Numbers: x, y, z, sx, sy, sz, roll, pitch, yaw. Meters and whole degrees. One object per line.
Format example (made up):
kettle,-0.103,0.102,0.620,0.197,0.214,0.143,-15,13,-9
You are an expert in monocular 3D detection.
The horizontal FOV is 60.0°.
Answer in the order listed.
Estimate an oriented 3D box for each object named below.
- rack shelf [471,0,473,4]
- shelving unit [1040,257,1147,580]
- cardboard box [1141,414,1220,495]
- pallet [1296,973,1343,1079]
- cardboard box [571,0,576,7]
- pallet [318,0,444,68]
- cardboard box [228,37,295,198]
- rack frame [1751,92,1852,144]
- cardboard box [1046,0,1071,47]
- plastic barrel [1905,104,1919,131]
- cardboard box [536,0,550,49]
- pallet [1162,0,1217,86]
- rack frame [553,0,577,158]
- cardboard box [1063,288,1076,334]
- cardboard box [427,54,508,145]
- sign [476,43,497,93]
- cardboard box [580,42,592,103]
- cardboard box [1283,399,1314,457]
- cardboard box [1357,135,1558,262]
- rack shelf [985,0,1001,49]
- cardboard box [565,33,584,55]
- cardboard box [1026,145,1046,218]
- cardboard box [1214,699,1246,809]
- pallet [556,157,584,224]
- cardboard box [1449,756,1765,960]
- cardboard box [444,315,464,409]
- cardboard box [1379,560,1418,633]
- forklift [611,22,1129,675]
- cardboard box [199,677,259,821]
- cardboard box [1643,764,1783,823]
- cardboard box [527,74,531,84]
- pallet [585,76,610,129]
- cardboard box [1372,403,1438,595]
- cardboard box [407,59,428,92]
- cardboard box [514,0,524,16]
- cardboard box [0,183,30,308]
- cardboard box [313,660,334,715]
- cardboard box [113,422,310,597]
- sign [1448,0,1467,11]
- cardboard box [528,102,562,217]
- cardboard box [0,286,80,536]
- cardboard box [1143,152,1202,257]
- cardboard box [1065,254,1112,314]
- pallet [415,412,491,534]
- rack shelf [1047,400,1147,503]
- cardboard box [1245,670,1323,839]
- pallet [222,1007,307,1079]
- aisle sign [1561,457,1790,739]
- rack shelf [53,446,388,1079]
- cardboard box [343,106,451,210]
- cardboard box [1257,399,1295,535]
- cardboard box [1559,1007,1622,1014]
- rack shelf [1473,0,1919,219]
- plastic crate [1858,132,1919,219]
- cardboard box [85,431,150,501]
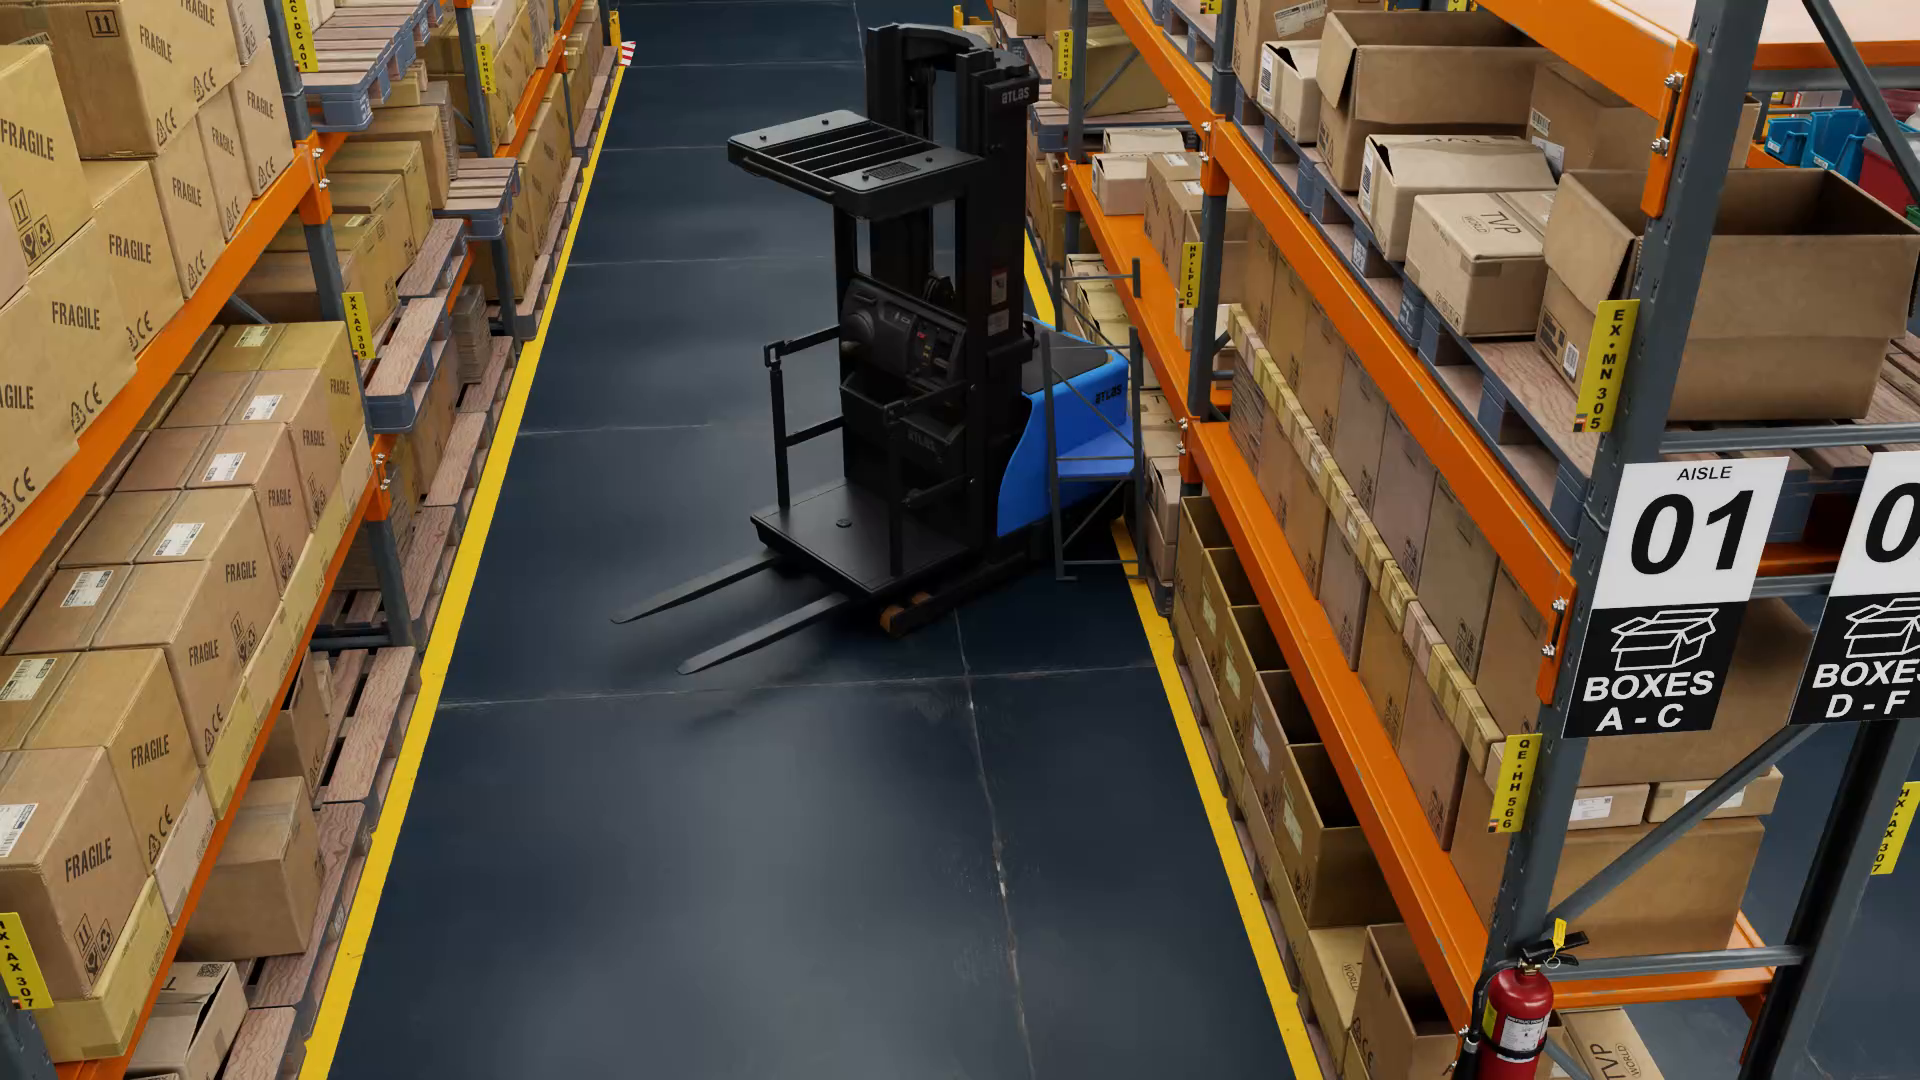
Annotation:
rack shelf,-3.859,-4.621,12.338,1.077,0.370,4.000,-3,31,-5
shelving unit,0.782,-0.690,9.401,0.538,1.500,1.048,-1,30,8
cardboard box,1.255,-0.517,9.415,0.500,0.311,0.500,-2,31,-3
pallet,1.894,2.033,6.141,1.003,0.211,1.213,-3,31,-5
cardboard box,-4.143,-5.443,15.644,0.980,0.700,0.700,-4,31,-6
pallet,-3.350,-2.636,8.495,1.213,0.211,1.003,-3,31,-5
cardboard box,-3.005,-1.671,6.580,0.500,0.500,0.500,-2,31,-3
rack frame,6.191,-3.096,12.008,1.000,3.000,0.127,-3,31,-5
cardboard box,1.112,-4.227,13.394,0.700,0.500,0.500,-11,32,-17
plastic barrel,6.500,-2.629,11.117,0.421,0.512,0.421,0,31,0
cardboard box,-3.694,-4.359,13.715,0.500,0.500,0.500,-3,31,-4
pallet,1.538,-2.473,8.227,0.805,0.209,1.217,-4,31,-7
rack frame,-4.046,-4.663,14.632,1.000,3.000,0.127,-3,31,-5
cardboard box,1.016,-1.579,11.740,0.500,0.250,0.500,-3,31,-5
cardboard box,-3.463,-3.061,11.542,0.500,0.500,0.500,-2,31,-3
sign,-3.133,-3.115,10.988,0.100,0.325,0.005,-3,31,-5
cardboard box,-4.103,-4.676,16.681,0.700,0.500,0.500,-2,31,-3
cardboard box,1.562,-0.471,6.884,0.380,0.149,0.250,-4,31,-6
cardboard box,1.585,-1.125,5.324,0.500,0.311,0.500,1,31,1
rack shelf,0.699,-5.615,16.926,1.077,0.370,4.000,-3,31,-5
cardboard box,-3.913,-4.886,16.400,0.380,0.149,0.250,-4,31,-6
cardboard box,0.835,-2.974,13.813,0.500,0.500,0.500,-4,31,-6
cardboard box,1.458,0.944,7.516,0.500,0.250,0.500,-3,31,-5
pallet,-3.899,-3.076,14.694,1.003,0.211,1.213,-3,31,-5
cardboard box,1.976,0.942,5.150,0.700,0.500,0.500,-3,31,-5
cardboard box,-3.621,-1.103,10.680,0.700,0.500,0.500,-3,31,-5
cardboard box,1.685,0.190,5.777,0.380,0.149,0.250,-2,31,-3
forklift,-0.465,-1.046,8.643,3.031,2.935,1.130,-25,39,-35
cardboard box,-2.759,0.730,5.729,0.500,0.250,0.500,-3,31,-5
cardboard box,2.185,0.692,4.936,0.380,0.149,0.250,-3,31,-5
cardboard box,-3.657,-3.754,13.336,0.380,0.149,0.250,-4,31,-6
pallet,-4.156,-4.482,17.048,1.003,0.211,1.213,-3,31,-5
cardboard box,1.869,-0.167,5.742,0.700,0.500,0.500,-3,31,-4
cardboard box,-3.610,-2.957,10.616,0.380,0.149,0.250,-7,32,-11
cardboard box,-3.613,-4.156,12.645,0.500,0.250,0.500,-3,31,-6
cardboard box,-2.715,-0.772,4.100,0.500,0.500,0.500,-3,31,-5
cardboard box,-3.219,0.720,7.953,0.380,0.166,0.250,-7,32,-11
cardboard box,-2.858,-0.106,6.398,0.500,0.500,0.500,-4,31,-6
sign,2.186,-2.389,7.318,0.100,0.325,0.005,-3,31,-5
cardboard box,-3.770,-3.141,13.771,0.750,0.750,0.750,-2,31,-3
cardboard box,-2.722,-0.335,4.343,0.500,0.500,0.500,-1,31,-1
cardboard box,1.432,-2.047,10.155,0.500,0.500,0.500,-4,31,-7
cardboard box,1.016,-1.819,11.596,0.500,0.311,0.500,-2,31,-3
pallet,-3.490,-0.403,10.220,1.003,0.211,1.213,-3,31,-5
rack shelf,0.798,-0.534,9.490,0.538,0.185,1.000,-1,30,8
cardboard box,1.507,0.878,6.896,0.500,0.500,0.500,-3,31,-5
pallet,-2.973,2.205,5.852,1.003,0.211,1.213,-3,31,-5
aisle sign,1.721,0.156,4.029,0.394,0.787,0.004,-3,31,-5
rack shelf,-3.112,0.751,6.269,1.077,0.370,4.000,-3,31,-5
cardboard box,-3.539,-2.329,10.198,0.700,0.500,0.500,-6,31,-9
cardboard box,1.737,-0.366,7.340,0.700,0.500,0.500,-3,31,-5
cardboard box,2.128,1.685,6.276,0.500,0.250,0.500,-3,31,-5
rack shelf,1.820,-1.892,5.234,1.077,0.370,4.000,-3,31,-5
plastic crate,6.038,-2.283,10.585,0.402,0.464,0.583,-3,31,-5
cardboard box,-3.377,-0.076,6.348,0.500,0.500,0.500,-2,31,-3
